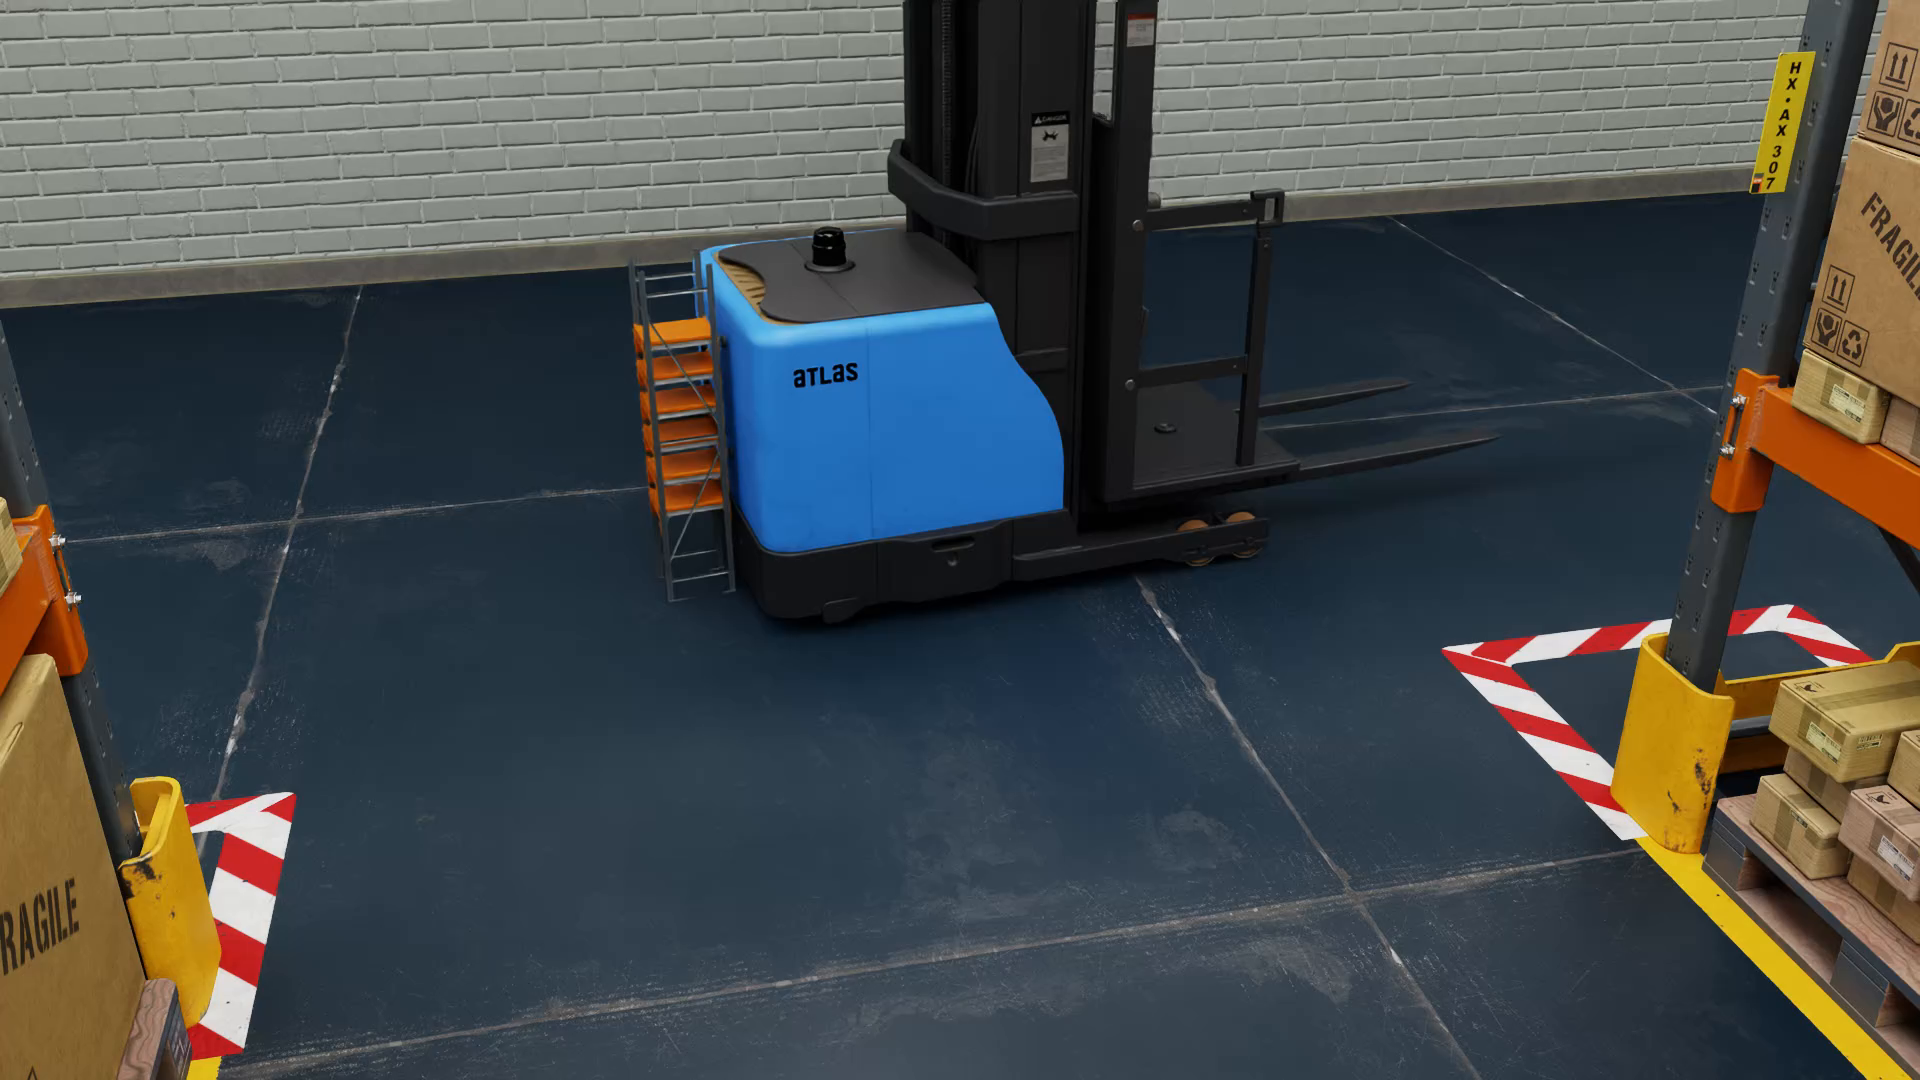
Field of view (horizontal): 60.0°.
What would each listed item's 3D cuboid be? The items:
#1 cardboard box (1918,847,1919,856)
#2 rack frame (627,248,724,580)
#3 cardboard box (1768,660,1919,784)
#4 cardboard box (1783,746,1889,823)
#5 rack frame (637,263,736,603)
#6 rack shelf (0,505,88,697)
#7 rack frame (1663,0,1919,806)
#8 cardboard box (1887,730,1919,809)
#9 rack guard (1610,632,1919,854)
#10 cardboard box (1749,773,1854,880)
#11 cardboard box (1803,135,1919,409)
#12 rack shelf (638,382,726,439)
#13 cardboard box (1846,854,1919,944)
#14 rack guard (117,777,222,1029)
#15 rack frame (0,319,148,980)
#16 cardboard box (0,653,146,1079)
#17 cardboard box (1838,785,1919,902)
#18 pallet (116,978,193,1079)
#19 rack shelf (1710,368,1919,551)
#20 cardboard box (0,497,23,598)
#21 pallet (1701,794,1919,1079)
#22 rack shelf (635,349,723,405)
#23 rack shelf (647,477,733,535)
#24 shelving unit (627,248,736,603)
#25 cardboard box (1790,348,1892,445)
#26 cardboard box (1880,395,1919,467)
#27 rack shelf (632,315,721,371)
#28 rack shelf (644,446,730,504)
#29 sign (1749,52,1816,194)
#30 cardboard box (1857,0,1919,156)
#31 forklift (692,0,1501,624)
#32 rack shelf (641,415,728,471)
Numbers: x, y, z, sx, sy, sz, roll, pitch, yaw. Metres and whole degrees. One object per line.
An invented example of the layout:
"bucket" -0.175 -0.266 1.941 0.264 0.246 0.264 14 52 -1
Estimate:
"cardboard box" 2.352 0.675 3.622 0.380 0.149 0.250 -6 27 -12
"rack frame" -0.972 -0.412 5.734 0.240 1.200 0.006 -10 28 -18
"cardboard box" 2.241 0.442 4.082 0.380 0.149 0.250 -7 28 -14
"cardboard box" 2.322 0.567 4.166 0.380 0.149 0.250 -5 27 -9
"rack frame" -0.908 -0.335 5.581 0.240 1.200 0.006 -10 28 -18
"rack shelf" -1.951 1.017 1.705 1.077 0.370 4.000 -6 27 -12
"rack frame" 2.454 -0.642 4.193 1.000 3.000 0.127 -6 27 -12
"cardboard box" 2.420 0.551 3.867 0.380 0.149 0.250 -5 27 -11
"rack guard" 2.471 0.507 4.690 1.175 0.500 0.348 -6 27 -12
"cardboard box" 2.260 0.706 4.220 0.380 0.149 0.250 -5 27 -11
"cardboard box" 2.286 -0.594 3.657 0.500 0.500 0.500 -5 27 -9
"rack shelf" -0.940 -0.441 5.623 0.258 0.103 0.180 -10 28 -18
"cardboard box" 2.399 0.812 4.009 0.380 0.149 0.250 -6 27 -12
"rack guard" -2.407 0.923 3.867 1.175 0.500 0.348 -6 27 -12
"rack frame" -2.401 -0.183 3.283 1.000 3.000 0.127 -6 27 -12
"cardboard box" -2.179 0.851 3.126 0.875 0.875 0.875 -6 27 -12
"cardboard box" 2.328 0.693 3.917 0.380 0.149 0.250 -6 27 -12
"pallet" -2.145 1.405 3.231 1.003 0.211 1.213 -6 27 -12
"rack shelf" 2.904 0.557 2.615 1.077 0.370 4.000 -6 27 -12
"cardboard box" -2.000 0.052 3.096 0.380 0.149 0.250 -5 27 -11
"pallet" 2.619 0.997 4.041 1.003 0.211 1.213 -6 27 -12
"rack shelf" -0.941 -0.548 5.569 0.258 0.103 0.180 -10 28 -18
"rack shelf" -0.939 -0.120 5.786 0.258 0.103 0.180 -10 28 -18
"shelving unit" -0.940 -0.373 5.657 0.258 1.200 0.189 -10 28 -18
"cardboard box" 2.207 -0.354 3.902 0.380 0.149 0.250 -6 27 -12
"cardboard box" 2.305 -0.247 3.689 0.380 0.149 0.250 -5 27 -10
"rack shelf" -0.941 -0.655 5.515 0.258 0.103 0.180 -10 28 -18
"rack shelf" -0.940 -0.227 5.732 0.258 0.103 0.180 -10 28 -18
"sign" 1.925 -0.973 3.888 0.100 0.325 0.005 -6 27 -12
"cardboard box" 2.296 -1.042 3.434 0.500 0.500 0.500 -6 27 -12
"forklift" 0.605 -1.425 5.820 3.031 2.935 1.130 -9 28 -18
"rack shelf" -0.940 -0.334 5.677 0.258 0.103 0.180 -10 28 -18
